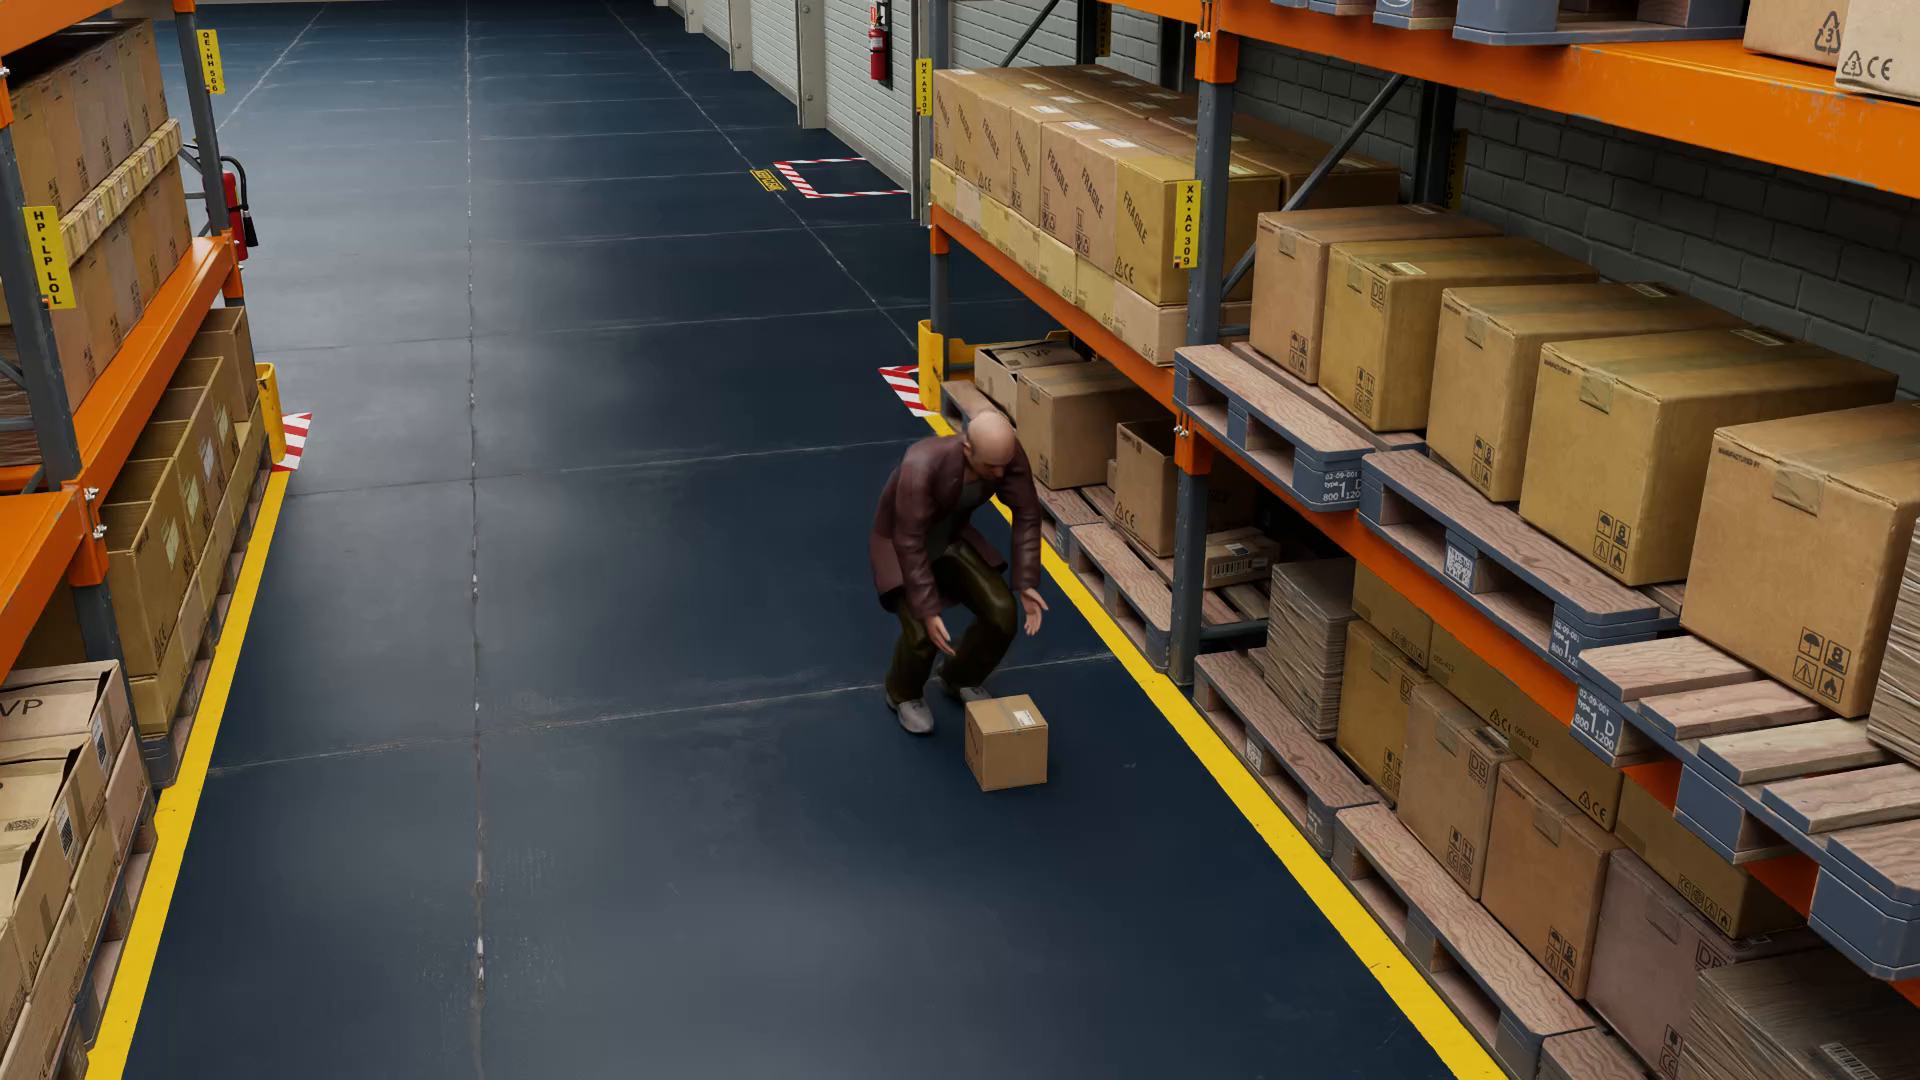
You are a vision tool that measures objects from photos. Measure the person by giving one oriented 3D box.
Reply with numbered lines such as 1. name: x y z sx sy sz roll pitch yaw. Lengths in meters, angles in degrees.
1. person: 0.003 0.322 6.464 0.606 0.916 0.927 -11 25 -25
